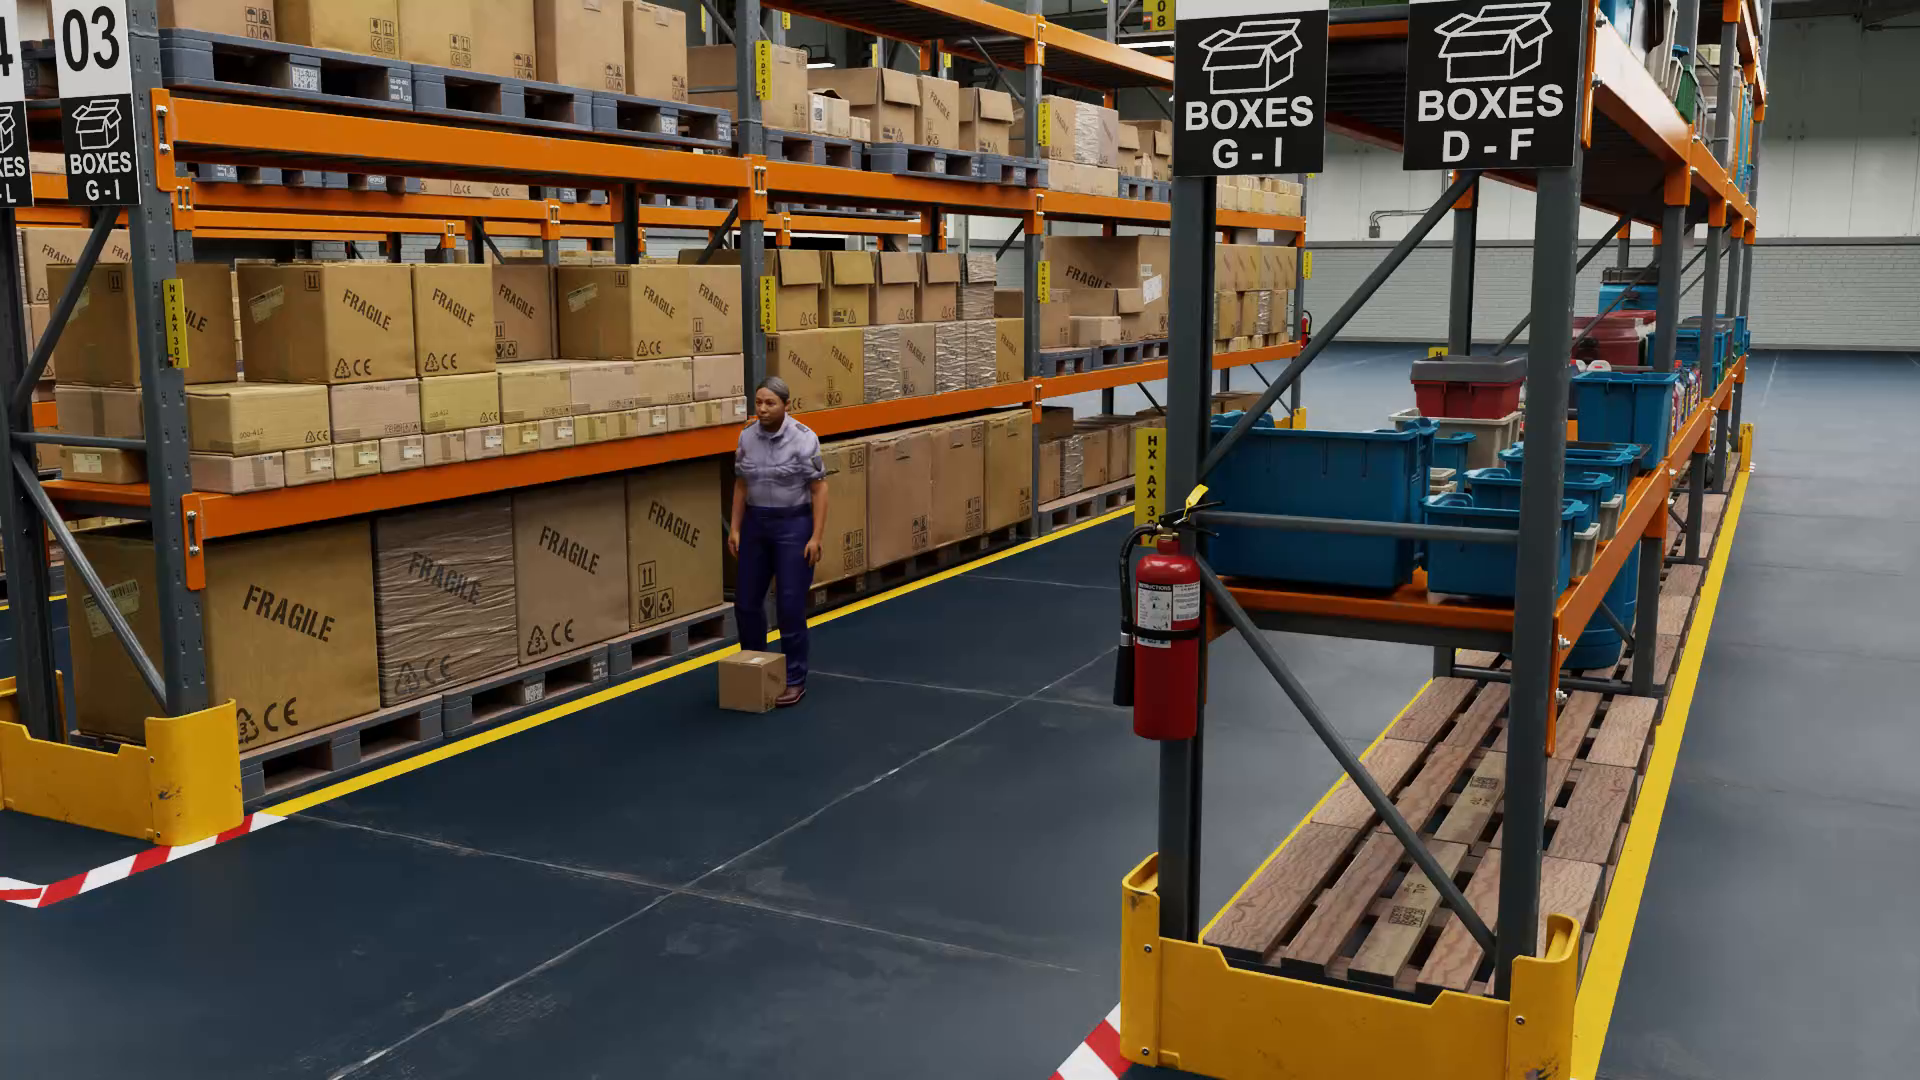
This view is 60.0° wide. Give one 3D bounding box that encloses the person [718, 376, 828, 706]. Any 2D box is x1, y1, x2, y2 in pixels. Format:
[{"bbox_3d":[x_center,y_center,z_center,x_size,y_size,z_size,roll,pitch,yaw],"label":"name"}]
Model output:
[{"bbox_3d":[-0.951,-0.002,8.452,0.564,1.638,0.421,4,10,23],"label":"person"}]
